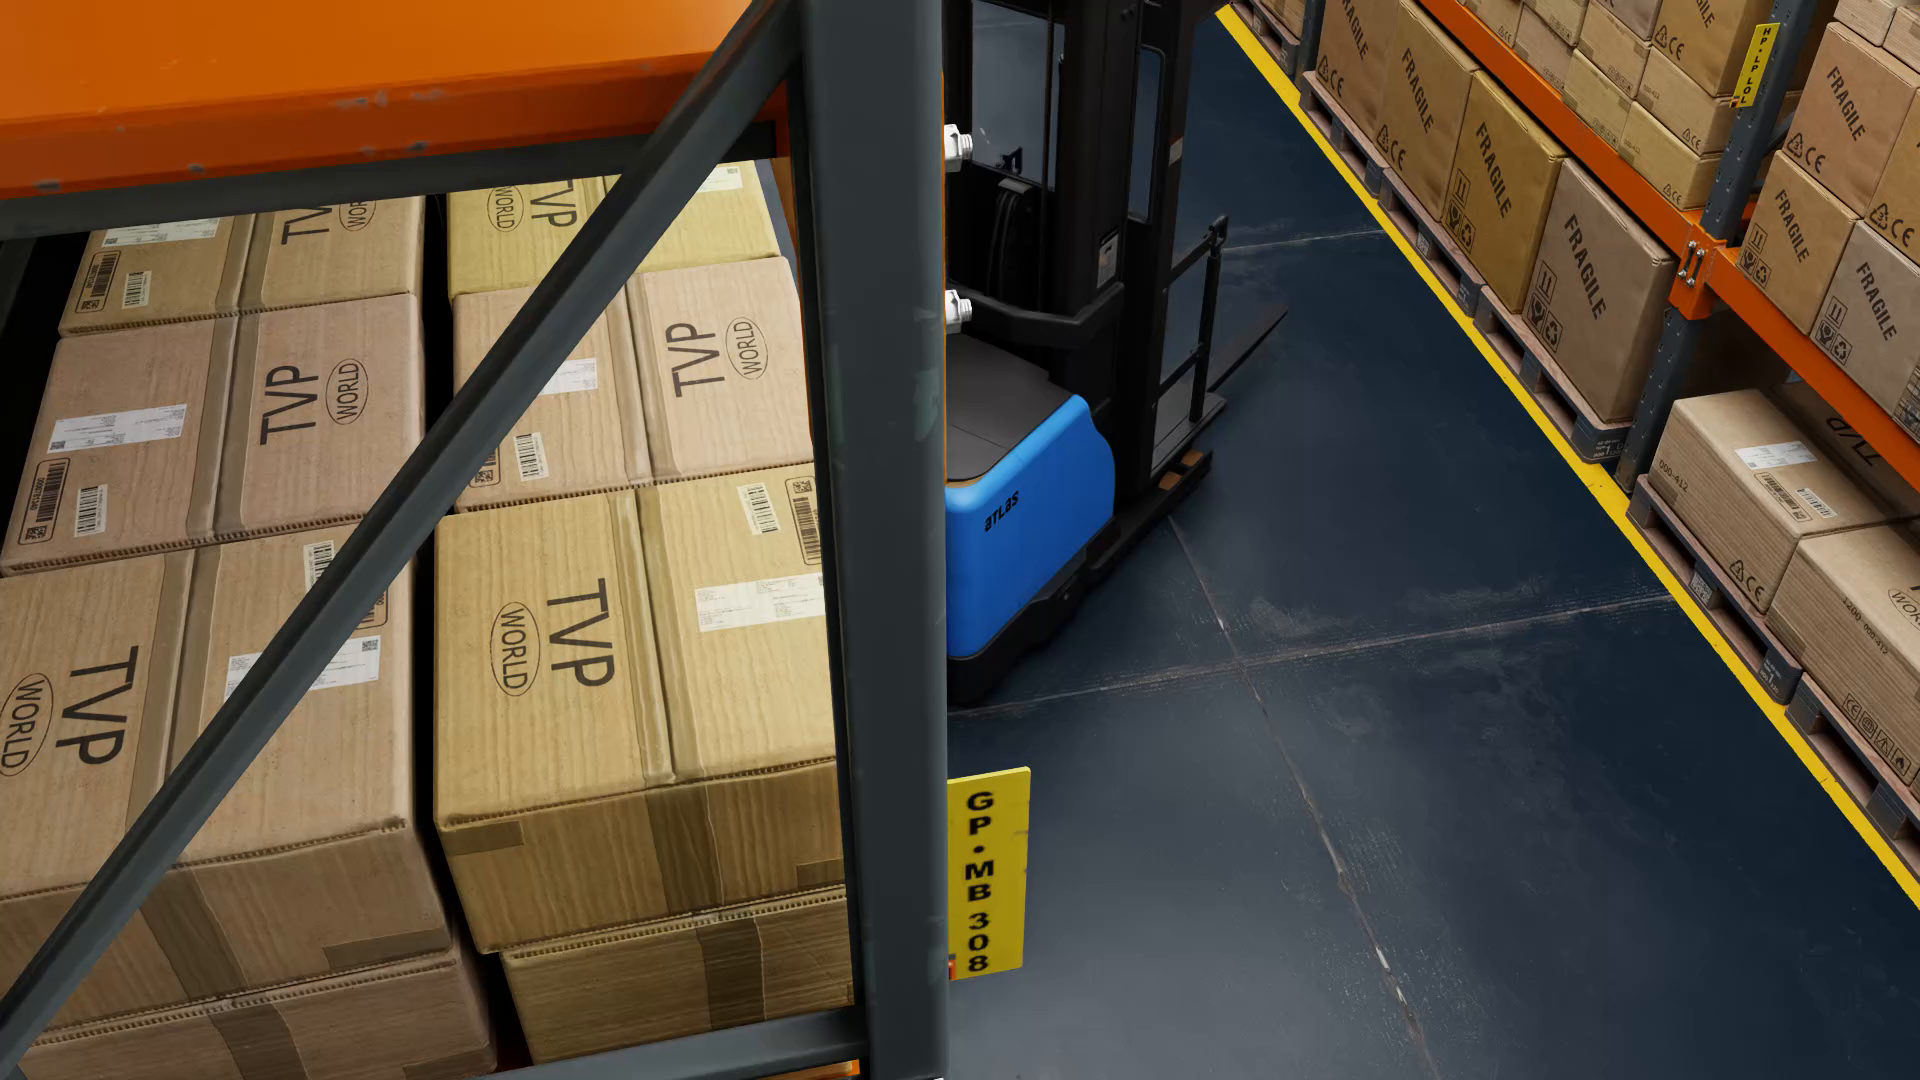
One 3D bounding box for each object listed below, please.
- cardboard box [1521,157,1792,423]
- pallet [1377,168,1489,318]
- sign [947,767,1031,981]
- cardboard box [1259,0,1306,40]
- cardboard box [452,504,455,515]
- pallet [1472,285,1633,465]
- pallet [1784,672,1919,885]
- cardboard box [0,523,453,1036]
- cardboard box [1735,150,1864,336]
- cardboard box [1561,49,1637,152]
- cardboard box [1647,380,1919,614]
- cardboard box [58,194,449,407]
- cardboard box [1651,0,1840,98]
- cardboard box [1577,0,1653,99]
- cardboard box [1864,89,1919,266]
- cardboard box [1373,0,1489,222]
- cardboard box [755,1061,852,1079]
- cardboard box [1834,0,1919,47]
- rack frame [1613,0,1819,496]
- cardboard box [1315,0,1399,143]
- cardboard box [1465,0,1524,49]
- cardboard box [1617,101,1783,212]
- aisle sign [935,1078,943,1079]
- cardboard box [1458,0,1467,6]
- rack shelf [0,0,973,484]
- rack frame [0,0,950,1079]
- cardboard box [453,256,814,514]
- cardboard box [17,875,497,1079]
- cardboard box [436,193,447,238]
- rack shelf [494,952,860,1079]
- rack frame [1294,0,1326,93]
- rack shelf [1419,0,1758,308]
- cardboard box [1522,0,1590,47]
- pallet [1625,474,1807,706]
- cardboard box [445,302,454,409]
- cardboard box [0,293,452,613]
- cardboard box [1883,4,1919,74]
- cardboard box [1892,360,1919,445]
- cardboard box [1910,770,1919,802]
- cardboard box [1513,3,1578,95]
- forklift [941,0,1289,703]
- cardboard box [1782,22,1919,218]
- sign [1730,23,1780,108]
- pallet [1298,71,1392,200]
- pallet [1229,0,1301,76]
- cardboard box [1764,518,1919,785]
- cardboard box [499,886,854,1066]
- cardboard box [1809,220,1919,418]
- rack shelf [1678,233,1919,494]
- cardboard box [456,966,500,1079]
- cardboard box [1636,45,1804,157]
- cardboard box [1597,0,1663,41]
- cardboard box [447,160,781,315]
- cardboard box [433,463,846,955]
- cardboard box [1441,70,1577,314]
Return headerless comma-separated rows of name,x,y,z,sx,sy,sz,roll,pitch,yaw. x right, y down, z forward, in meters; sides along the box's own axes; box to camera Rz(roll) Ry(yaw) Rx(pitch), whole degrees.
cardboard box,3.259,-1.187,7.612,0.875,0.875,0.875,-7,42,-8
pallet,2.964,-1.673,8.976,1.003,0.211,1.213,-8,42,-9
sign,0.018,0.346,1.683,0.100,0.325,0.005,-8,42,-9
cardboard box,2.495,-3.569,10.674,0.950,0.372,0.625,-11,43,-12
cardboard box,-0.996,0.116,2.489,0.500,0.250,0.500,-8,42,-9
pallet,3.231,-0.881,8.083,1.003,0.211,1.213,-8,42,-9
pallet,3.825,0.905,6.071,1.003,0.211,1.213,-8,42,-9
cardboard box,-0.880,0.260,1.950,0.500,0.250,0.500,-9,42,-10
cardboard box,3.316,-1.130,6.188,0.500,0.500,0.500,-7,42,-8
cardboard box,3.019,-1.963,7.315,0.500,0.250,0.500,-9,42,-10
cardboard box,3.501,-0.211,6.841,0.875,0.438,0.875,-9,42,-10
cardboard box,-1.113,-0.410,2.705,0.500,0.250,0.500,-8,42,-9
cardboard box,3.129,-2.099,6.527,0.500,0.500,0.500,-7,42,-8
cardboard box,3.023,-2.139,7.136,0.500,0.250,0.500,-7,42,-8
cardboard box,3.440,-1.174,5.484,0.500,0.500,0.500,-9,42,-10
cardboard box,2.864,-2.351,8.923,0.875,0.875,0.875,-8,42,-9
cardboard box,-0.353,0.605,2.239,0.380,0.149,0.250,-8,42,-8
cardboard box,3.285,-1.846,5.753,0.380,0.149,0.250,-9,42,-10
rack frame,3.471,-1.434,6.606,1.000,3.000,0.127,-8,42,-9
cardboard box,2.675,-2.930,9.575,0.875,0.875,0.875,-9,42,-10
cardboard box,2.813,-2.627,8.063,0.500,0.250,0.500,-8,42,-9
cardboard box,3.128,-1.633,6.943,0.500,0.250,0.500,-9,42,-10
aisle sign,-0.210,0.902,2.016,0.394,0.787,0.004,-8,42,-9
cardboard box,2.703,-2.946,8.423,0.500,0.250,0.500,-7,42,-8
rack shelf,-0.943,-1.397,2.590,1.077,0.370,4.000,-8,42,-9
rack frame,-0.512,-0.371,0.890,1.000,3.000,0.127,-8,42,-9
cardboard box,-0.454,-0.148,2.409,0.500,0.250,0.500,-9,42,-10
cardboard box,-0.873,0.446,2.117,0.500,0.250,0.500,-9,42,-10
cardboard box,-1.195,-0.738,3.074,0.500,0.250,0.500,-8,42,-9
rack shelf,-0.943,-0.277,3.585,1.077,0.370,4.000,-8,42,-9
rack frame,2.607,-4.027,9.527,1.000,3.000,0.127,-8,42,-9
rack shelf,3.039,-2.462,8.305,1.077,0.370,4.000,-8,42,-9
cardboard box,2.905,-2.474,7.514,0.500,0.250,0.500,-7,42,-8
pallet,3.558,0.113,6.964,1.003,0.211,1.213,-8,42,-9
cardboard box,-1.099,-0.211,2.857,0.500,0.250,0.500,-9,42,-10
cardboard box,-0.992,-0.077,2.330,0.500,0.250,0.500,-10,42,-11
cardboard box,3.356,-1.682,5.569,0.380,0.149,0.250,-8,42,-9
cardboard box,3.522,-0.480,5.456,0.500,0.500,0.500,-8,42,-9
cardboard box,3.888,0.954,5.529,0.875,0.438,0.875,-7,42,-8
cardboard box,2.929,-2.293,7.686,0.500,0.250,0.500,-9,42,-10
forklift,0.480,-1.404,6.624,1.130,2.935,3.031,25,47,26
cardboard box,3.337,-1.502,5.854,0.500,0.500,0.500,-8,42,-9
sign,2.943,-1.753,6.153,0.100,0.325,0.005,-8,42,-9
pallet,2.704,-2.462,9.865,1.003,0.211,1.213,-8,42,-9
pallet,2.440,-3.491,11.024,1.003,0.211,1.213,-8,42,-9
cardboard box,3.695,0.370,6.188,0.875,0.438,0.875,-10,42,-11
cardboard box,-0.341,0.369,2.205,0.500,0.250,0.500,-9,42,-10
cardboard box,3.421,-0.803,5.820,0.500,0.500,0.500,-8,42,-9
rack shelf,3.902,0.131,5.384,1.077,0.370,4.000,-8,42,-9
cardboard box,-0.807,0.670,2.165,0.380,0.149,0.250,-7,42,-8
cardboard box,3.138,-1.816,6.773,0.500,0.250,0.500,-8,42,-9
cardboard box,3.010,-2.433,6.903,0.500,0.500,0.500,-8,42,-8
cardboard box,-0.575,-0.471,2.774,0.500,0.250,0.500,-9,42,-10
cardboard box,-0.362,0.185,2.035,0.500,0.250,0.500,-9,42,-10
cardboard box,3.056,-1.771,8.270,0.875,0.875,0.875,-7,42,-8
